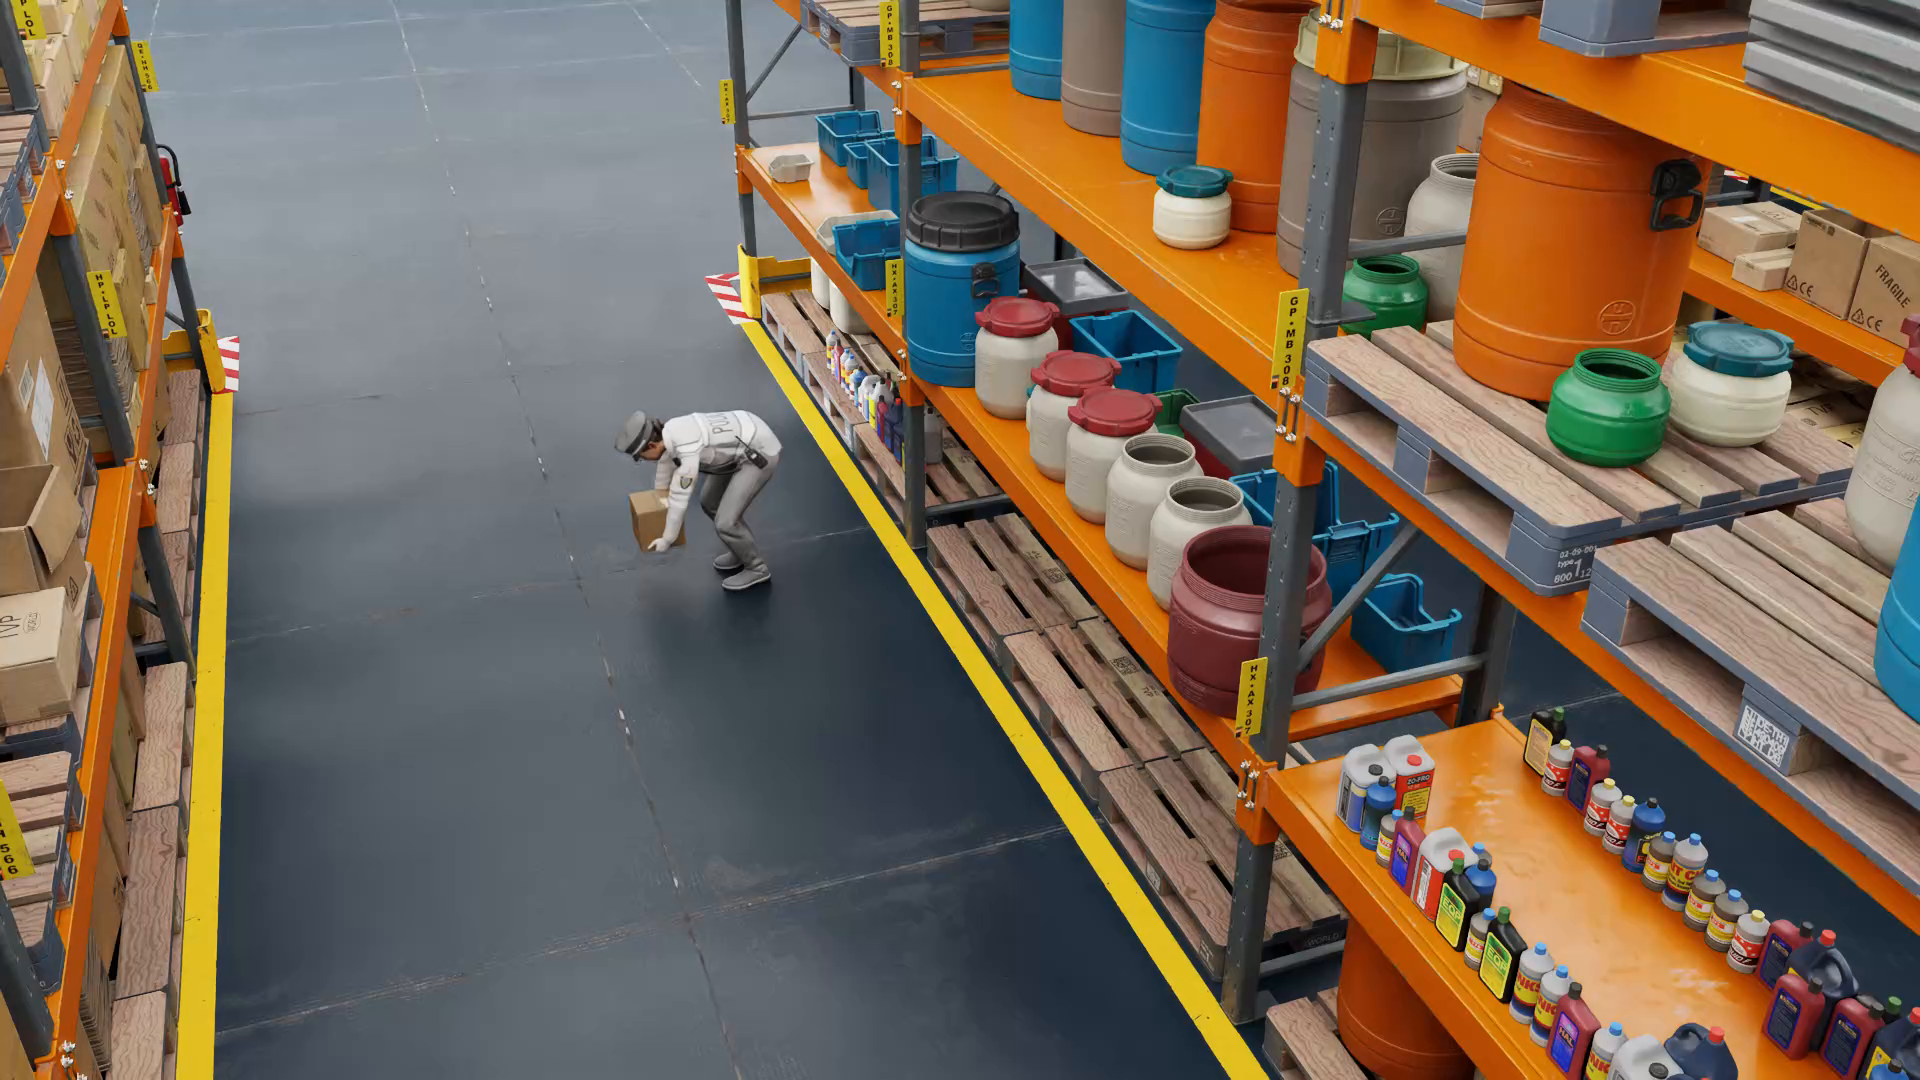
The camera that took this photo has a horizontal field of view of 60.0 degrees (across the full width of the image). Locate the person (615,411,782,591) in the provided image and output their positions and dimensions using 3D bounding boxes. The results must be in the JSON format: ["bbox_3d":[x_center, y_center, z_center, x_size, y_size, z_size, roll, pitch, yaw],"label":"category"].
[{"bbox_3d":[-1.445,-0.253,9.318,0.917,1.125,0.445,-12,32,-20],"label":"person"}]
